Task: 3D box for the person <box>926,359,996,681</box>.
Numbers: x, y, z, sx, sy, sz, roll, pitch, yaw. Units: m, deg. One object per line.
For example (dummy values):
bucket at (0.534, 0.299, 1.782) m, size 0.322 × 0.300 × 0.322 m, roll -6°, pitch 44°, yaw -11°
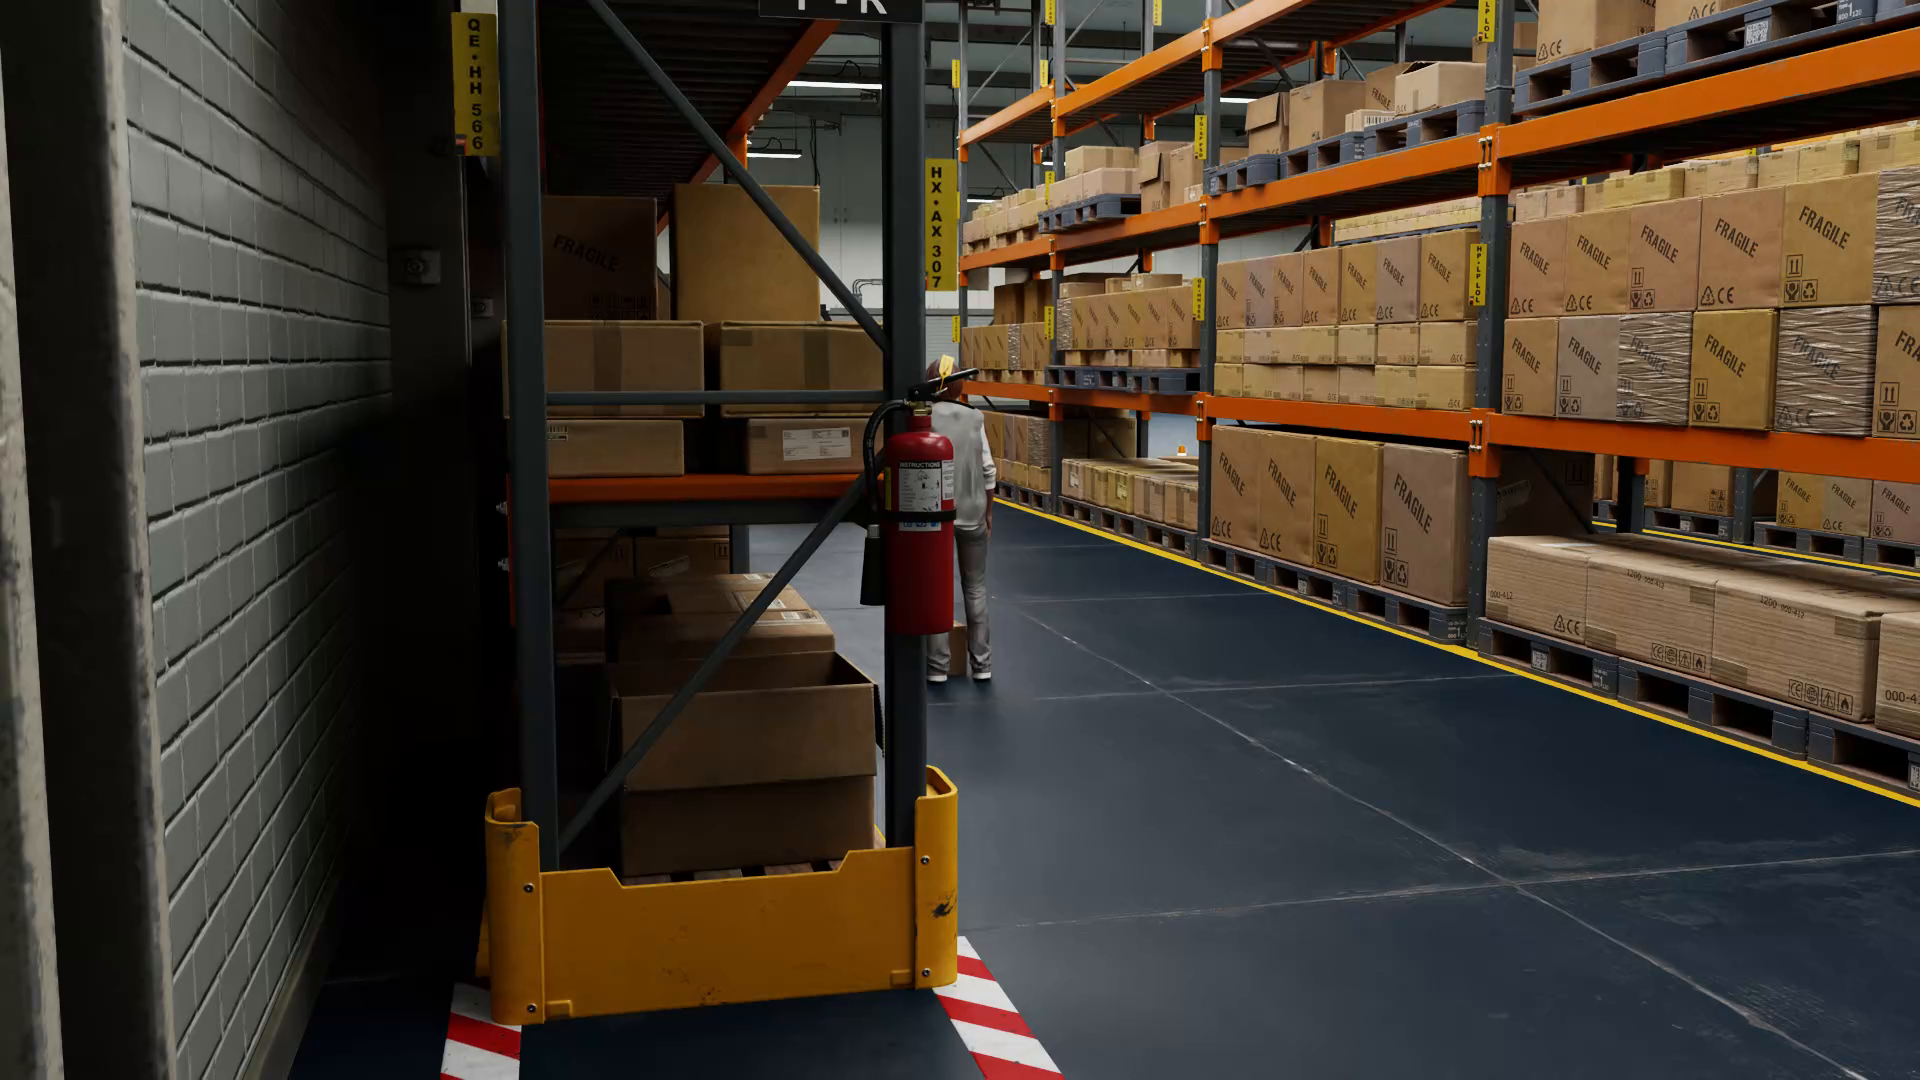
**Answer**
person at (-0.044, -0.091, 8.208) m, size 0.473 × 1.590 × 0.351 m, roll -2°, pitch 7°, yaw -20°
